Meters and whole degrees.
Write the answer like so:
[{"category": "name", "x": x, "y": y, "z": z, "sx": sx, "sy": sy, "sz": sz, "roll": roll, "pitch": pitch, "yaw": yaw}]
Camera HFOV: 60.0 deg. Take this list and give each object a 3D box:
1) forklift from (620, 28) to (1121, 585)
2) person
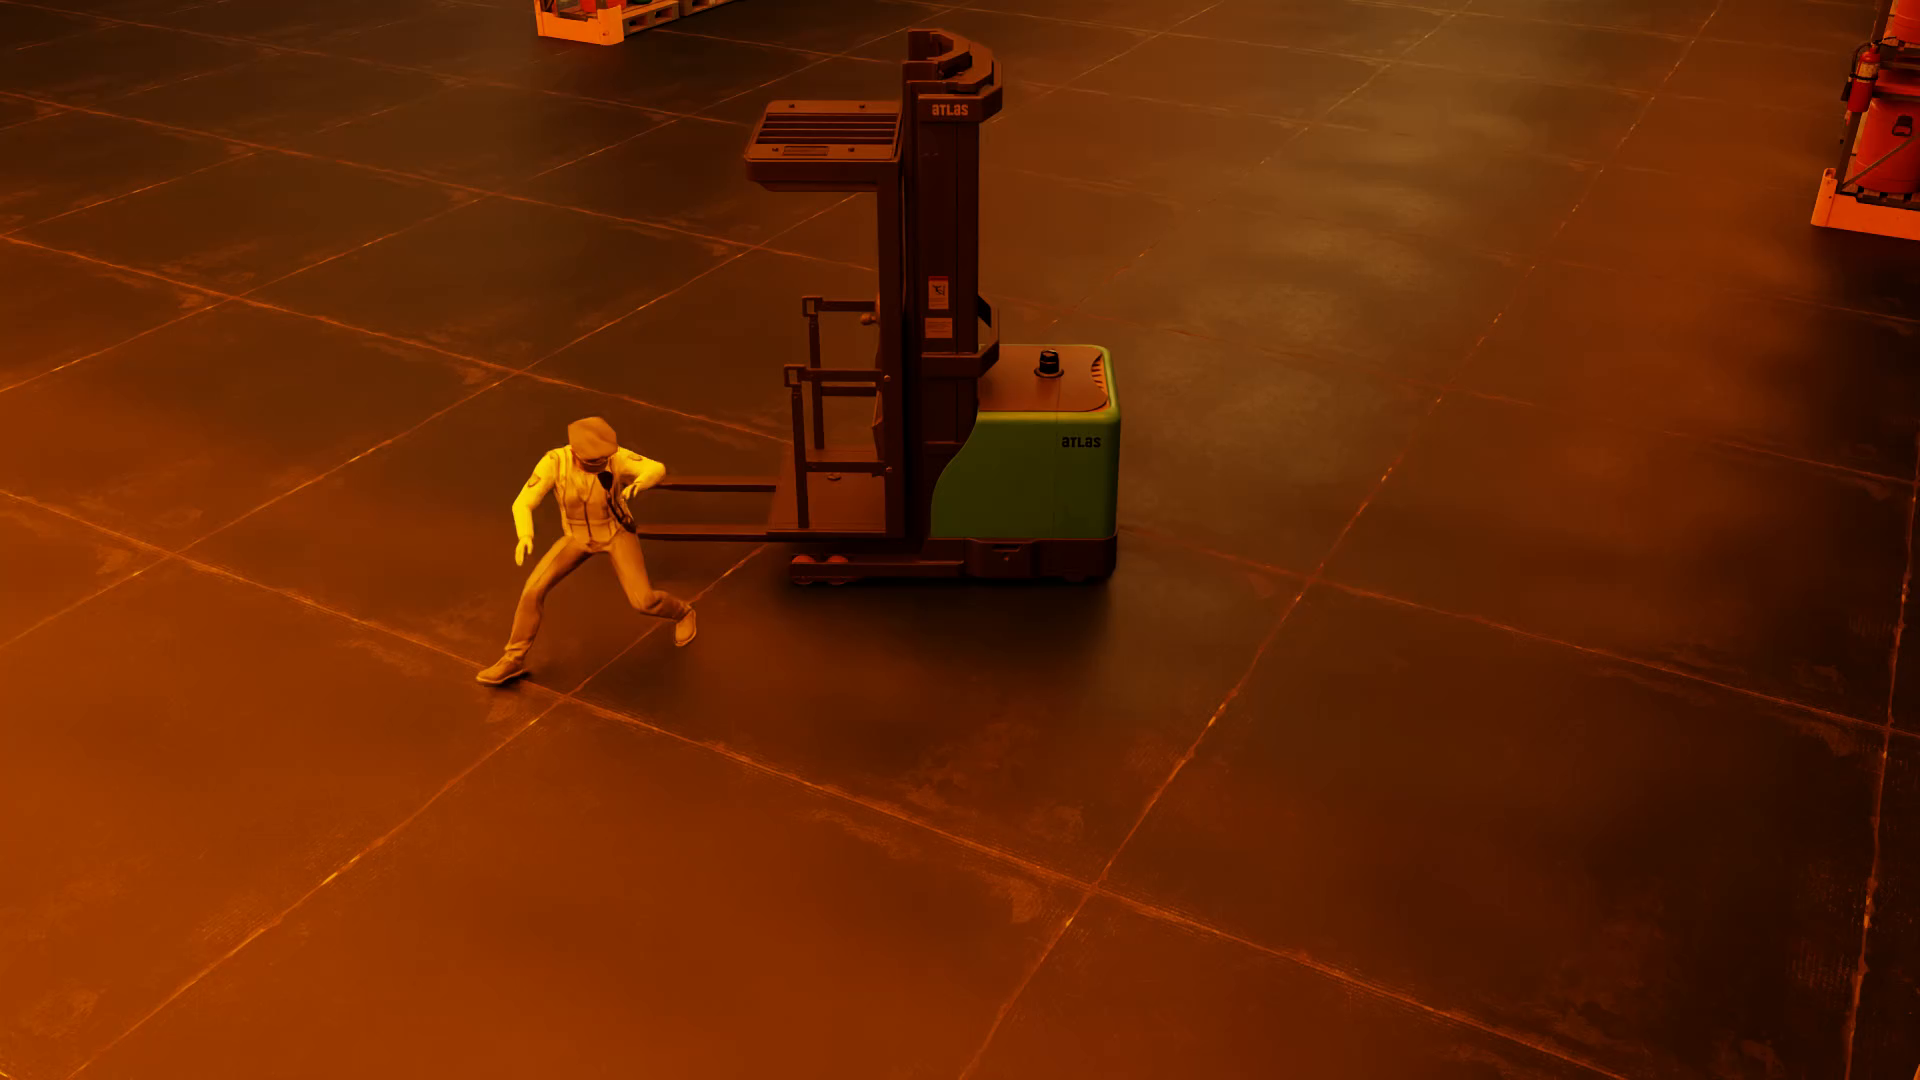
[{"category": "forklift", "x": -0.610, "y": -1.275, "z": 9.279, "sx": 3.031, "sy": 2.935, "sz": 1.130, "roll": 0, "pitch": 30, "yaw": 1}, {"category": "person", "x": -1.964, "y": 0.044, "z": 8.592, "sx": 1.003, "sy": 1.381, "sz": 0.876, "roll": 3, "pitch": 30, "yaw": 5}]
